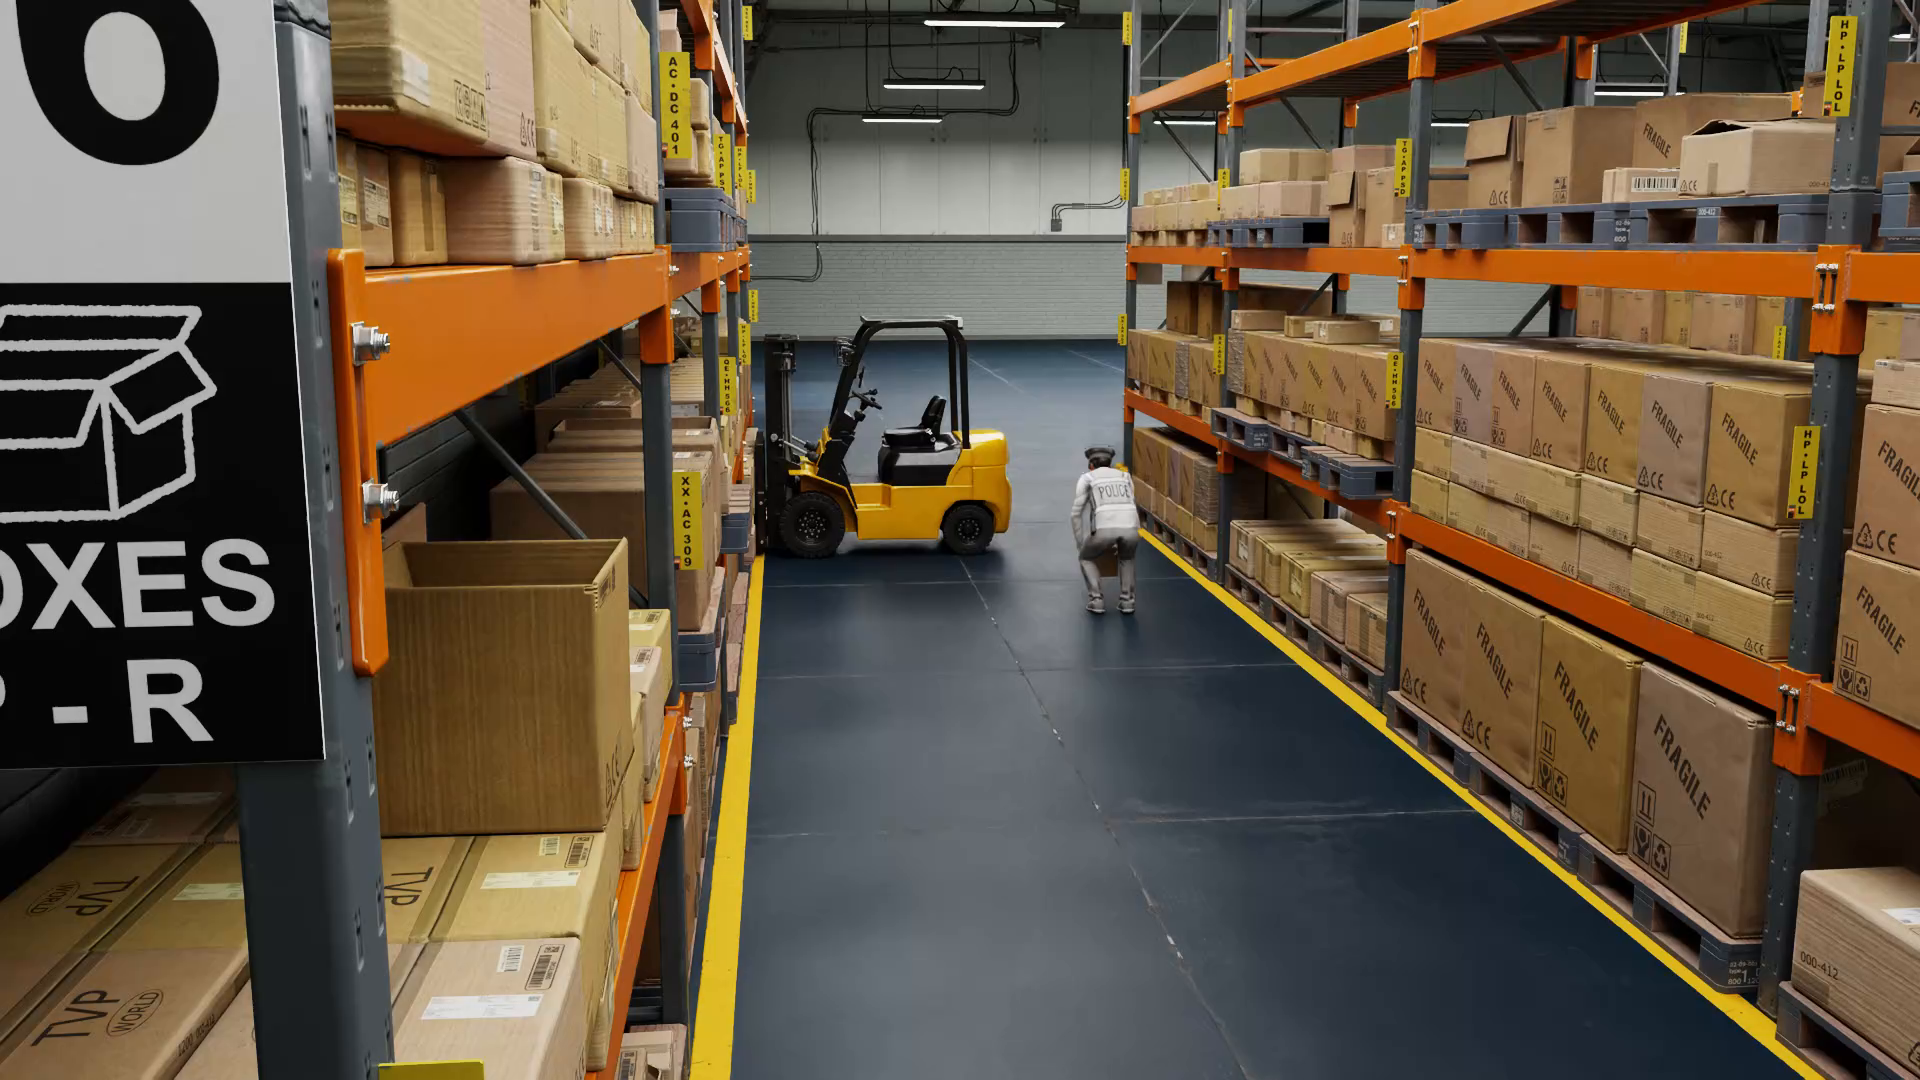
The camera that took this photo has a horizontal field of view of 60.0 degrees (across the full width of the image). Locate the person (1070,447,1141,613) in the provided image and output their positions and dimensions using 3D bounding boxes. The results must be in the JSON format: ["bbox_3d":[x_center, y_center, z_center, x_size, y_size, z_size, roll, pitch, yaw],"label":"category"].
[{"bbox_3d":[1.137,-0.076,12.986,0.532,1.267,0.761,-1,10,-6],"label":"person"}]
